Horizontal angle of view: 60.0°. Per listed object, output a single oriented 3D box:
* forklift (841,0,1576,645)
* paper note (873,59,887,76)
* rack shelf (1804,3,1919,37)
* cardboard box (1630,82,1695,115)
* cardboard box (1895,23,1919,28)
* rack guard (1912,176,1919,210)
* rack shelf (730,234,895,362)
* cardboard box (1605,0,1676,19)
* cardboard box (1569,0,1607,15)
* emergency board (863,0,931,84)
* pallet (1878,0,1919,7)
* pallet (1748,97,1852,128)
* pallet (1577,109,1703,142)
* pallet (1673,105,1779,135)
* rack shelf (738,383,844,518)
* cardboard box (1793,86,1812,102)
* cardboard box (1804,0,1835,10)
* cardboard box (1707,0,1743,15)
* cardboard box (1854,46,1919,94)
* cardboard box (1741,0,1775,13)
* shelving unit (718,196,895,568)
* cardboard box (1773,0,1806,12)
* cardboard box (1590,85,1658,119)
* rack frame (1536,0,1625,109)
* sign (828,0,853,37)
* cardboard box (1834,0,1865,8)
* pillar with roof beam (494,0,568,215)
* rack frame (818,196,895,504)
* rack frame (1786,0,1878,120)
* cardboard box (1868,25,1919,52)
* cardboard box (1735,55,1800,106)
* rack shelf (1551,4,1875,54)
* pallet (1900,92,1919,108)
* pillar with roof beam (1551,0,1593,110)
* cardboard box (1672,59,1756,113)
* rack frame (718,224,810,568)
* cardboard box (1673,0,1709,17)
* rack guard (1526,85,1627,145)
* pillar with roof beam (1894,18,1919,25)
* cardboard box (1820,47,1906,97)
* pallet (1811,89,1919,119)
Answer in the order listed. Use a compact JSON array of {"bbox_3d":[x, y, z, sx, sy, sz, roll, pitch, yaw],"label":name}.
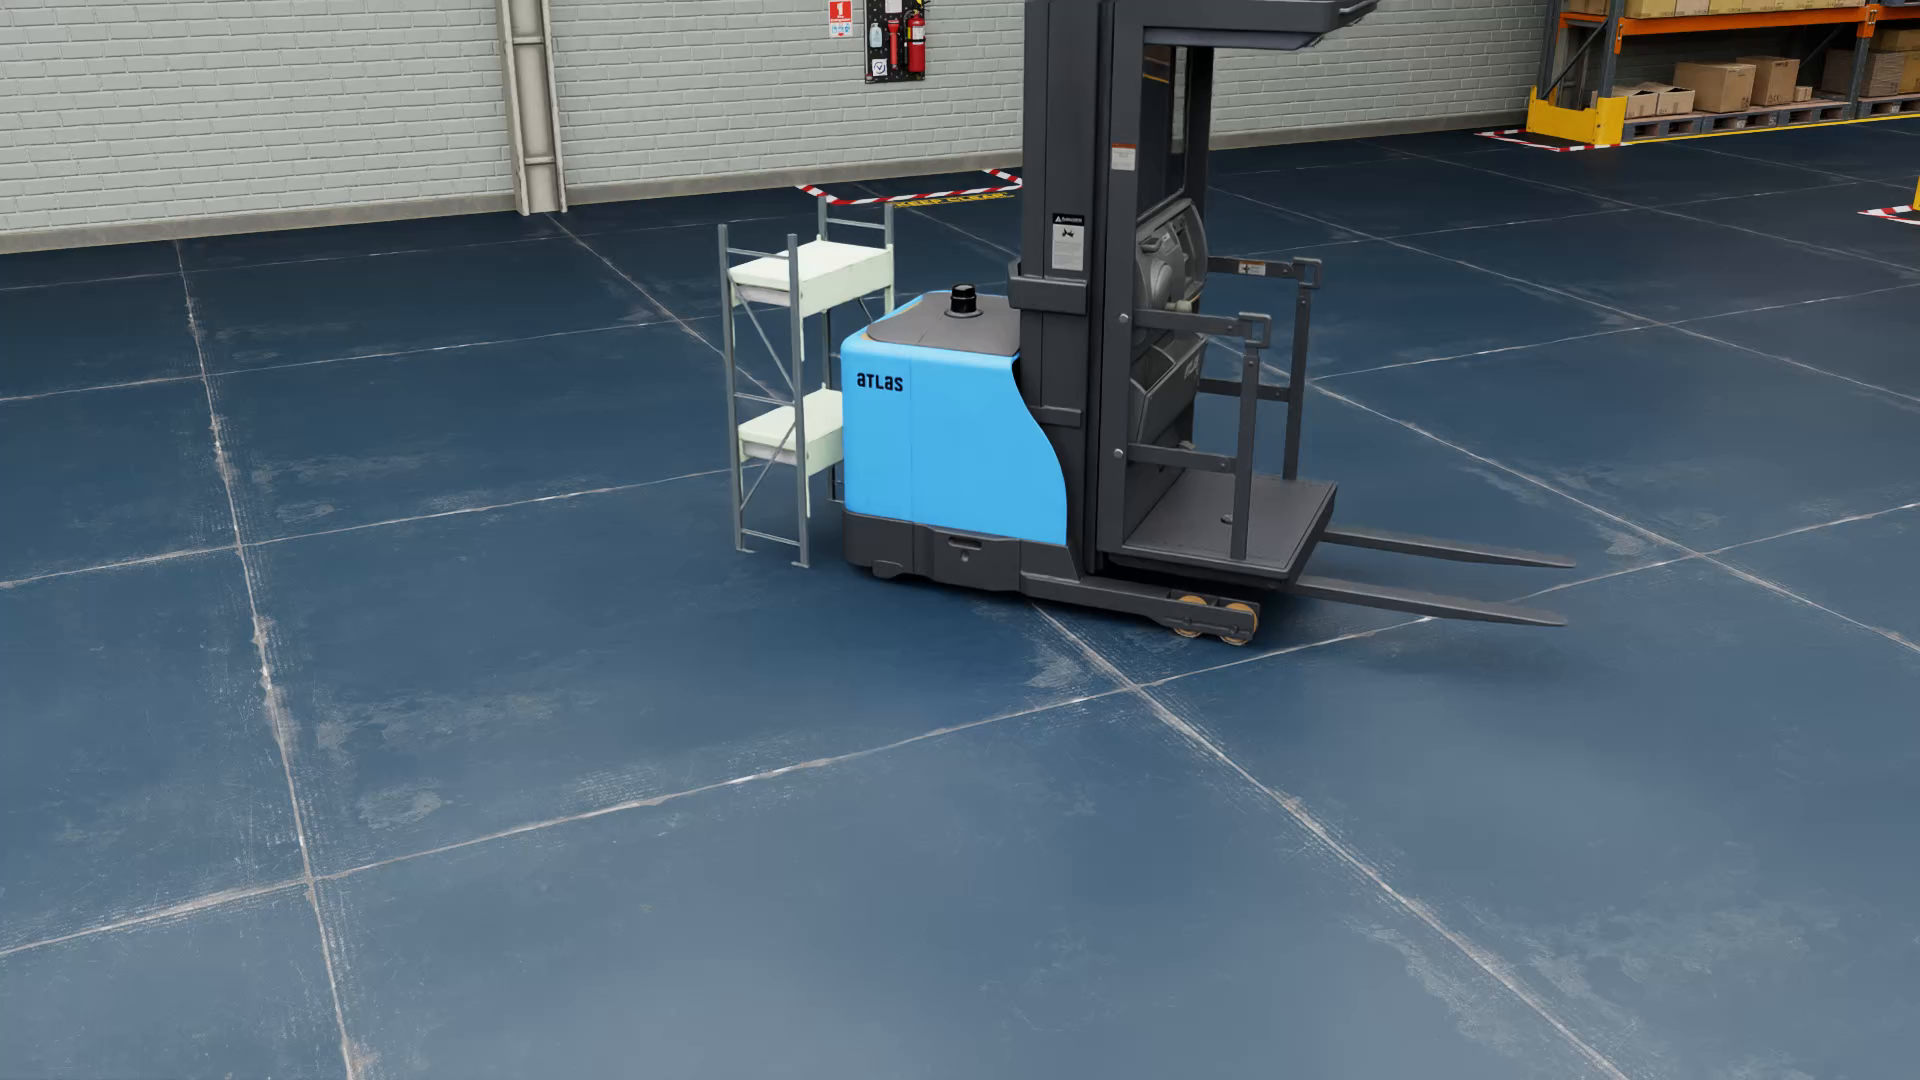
[{"bbox_3d":[1.049,-1.160,6.720,3.031,2.935,1.130,9,24,20],"label":"forklift"},{"bbox_3d":[-0.766,-4.518,15.894,0.142,0.148,0.016,-10,25,-24],"label":"paper note"},{"bbox_3d":[12.223,-6.571,20.643,4.000,0.370,1.077,-10,25,-24],"label":"rack shelf"},{"bbox_3d":[7.993,-5.048,18.962,0.500,0.311,0.500,-8,24,-19],"label":"cardboard box"},{"bbox_3d":[11.940,-6.256,20.655,0.500,0.250,0.500,-11,25,-25],"label":"cardboard box"},{"bbox_3d":[8.947,-3.043,14.447,0.348,0.500,1.175,-10,25,-24],"label":"rack guard"},{"bbox_3d":[-0.664,-1.089,7.400,0.431,0.370,0.720,13,26,28],"label":"rack shelf"},{"bbox_3d":[7.395,-5.820,18.058,0.500,0.250,0.500,-11,25,-25],"label":"cardboard box"},{"bbox_3d":[7.154,-5.993,18.475,0.500,0.250,0.500,-10,25,-23],"label":"cardboard box"},{"bbox_3d":[-0.577,-4.931,15.739,0.643,1.169,0.194,-10,25,-24],"label":"emergency board"},{"bbox_3d":[11.173,-6.560,19.926,1.213,0.211,1.003,-10,25,-24],"label":"pallet"},{"bbox_3d":[9.832,-5.160,19.939,1.213,0.211,1.003,-10,25,-24],"label":"pallet"},{"bbox_3d":[7.633,-4.755,18.961,1.213,0.211,1.003,-10,25,-24],"label":"pallet"},{"bbox_3d":[8.731,-4.956,19.447,1.213,0.211,1.003,-10,25,-24],"label":"pallet"},{"bbox_3d":[-0.664,-0.428,7.674,0.431,0.370,0.720,13,26,28],"label":"rack shelf"},{"bbox_3d":[9.952,-5.367,19.923,0.250,0.166,0.380,-14,26,-30],"label":"cardboard box"},{"bbox_3d":[9.674,-6.249,19.094,0.500,0.250,0.500,-10,25,-23],"label":"cardboard box"},{"bbox_3d":[8.318,-5.993,18.477,0.500,0.250,0.500,-11,25,-24],"label":"cardboard box"},{"bbox_3d":[11.521,-5.851,20.656,0.500,0.500,0.700,-11,25,-25],"label":"cardboard box"},{"bbox_3d":[8.774,-6.076,18.677,0.500,0.250,0.500,-10,25,-23],"label":"cardboard box"},{"bbox_3d":[-0.664,-0.729,7.550,0.431,1.500,0.755,13,26,28],"label":"shelving unit"},{"bbox_3d":[9.227,-6.160,18.880,0.500,0.250,0.500,-11,25,-24],"label":"cardboard box"},{"bbox_3d":[7.480,-4.953,18.734,0.500,0.311,0.500,-14,26,-30],"label":"cardboard box"},{"bbox_3d":[6.817,-5.908,18.102,0.127,3.000,1.000,-10,25,-24],"label":"rack frame"},{"bbox_3d":[-1.120,-4.891,15.597,0.234,0.329,0.001,-10,25,-24],"label":"sign"},{"bbox_3d":[10.126,-6.329,19.287,0.500,0.250,0.500,-10,25,-23],"label":"cardboard box"},{"bbox_3d":[-1.873,-5.620,9.562,0.400,9.000,9.100,-10,25,-24],"label":"pillar with roof beam"},{"bbox_3d":[-0.477,-0.849,7.840,0.400,1.500,0.023,13,26,28],"label":"rack frame"},{"bbox_3d":[10.421,-6.572,19.704,0.127,3.000,1.000,-10,25,-24],"label":"rack frame"},{"bbox_3d":[11.473,-6.169,20.443,0.500,0.250,0.500,-11,25,-25],"label":"cardboard box"},{"bbox_3d":[9.504,-5.434,19.649,0.500,0.500,0.500,-12,26,-28],"label":"cardboard box"},{"bbox_3d":[8.619,-5.908,19.041,4.000,0.370,1.077,-10,25,-24],"label":"rack shelf"},{"bbox_3d":[12.223,-5.617,21.043,1.213,0.211,1.003,-10,25,-24],"label":"pallet"},{"bbox_3d":[8.940,-7.611,14.371,0.400,9.000,9.100,-10,25,-24],"label":"pillar with roof beam"},{"bbox_3d":[8.676,-5.239,19.179,0.500,0.500,0.700,-12,25,-27],"label":"cardboard box"},{"bbox_3d":[-0.852,-0.609,7.259,0.400,1.500,0.023,13,26,28],"label":"rack frame"},{"bbox_3d":[7.856,-5.911,18.278,0.500,0.250,0.500,-11,25,-25],"label":"cardboard box"},{"bbox_3d":[6.886,-4.766,18.610,0.348,0.500,1.175,-10,25,-24],"label":"rack guard"},{"bbox_3d":[14.346,-8.606,16.775,0.400,9.000,9.100,-10,25,-24],"label":"pillar with roof beam"},{"bbox_3d":[11.077,-5.748,20.407,0.500,0.500,0.700,-10,24,-22],"label":"cardboard box"},{"bbox_3d":[11.122,-5.413,20.551,1.213,0.211,1.003,-10,25,-24],"label":"pallet"}]
